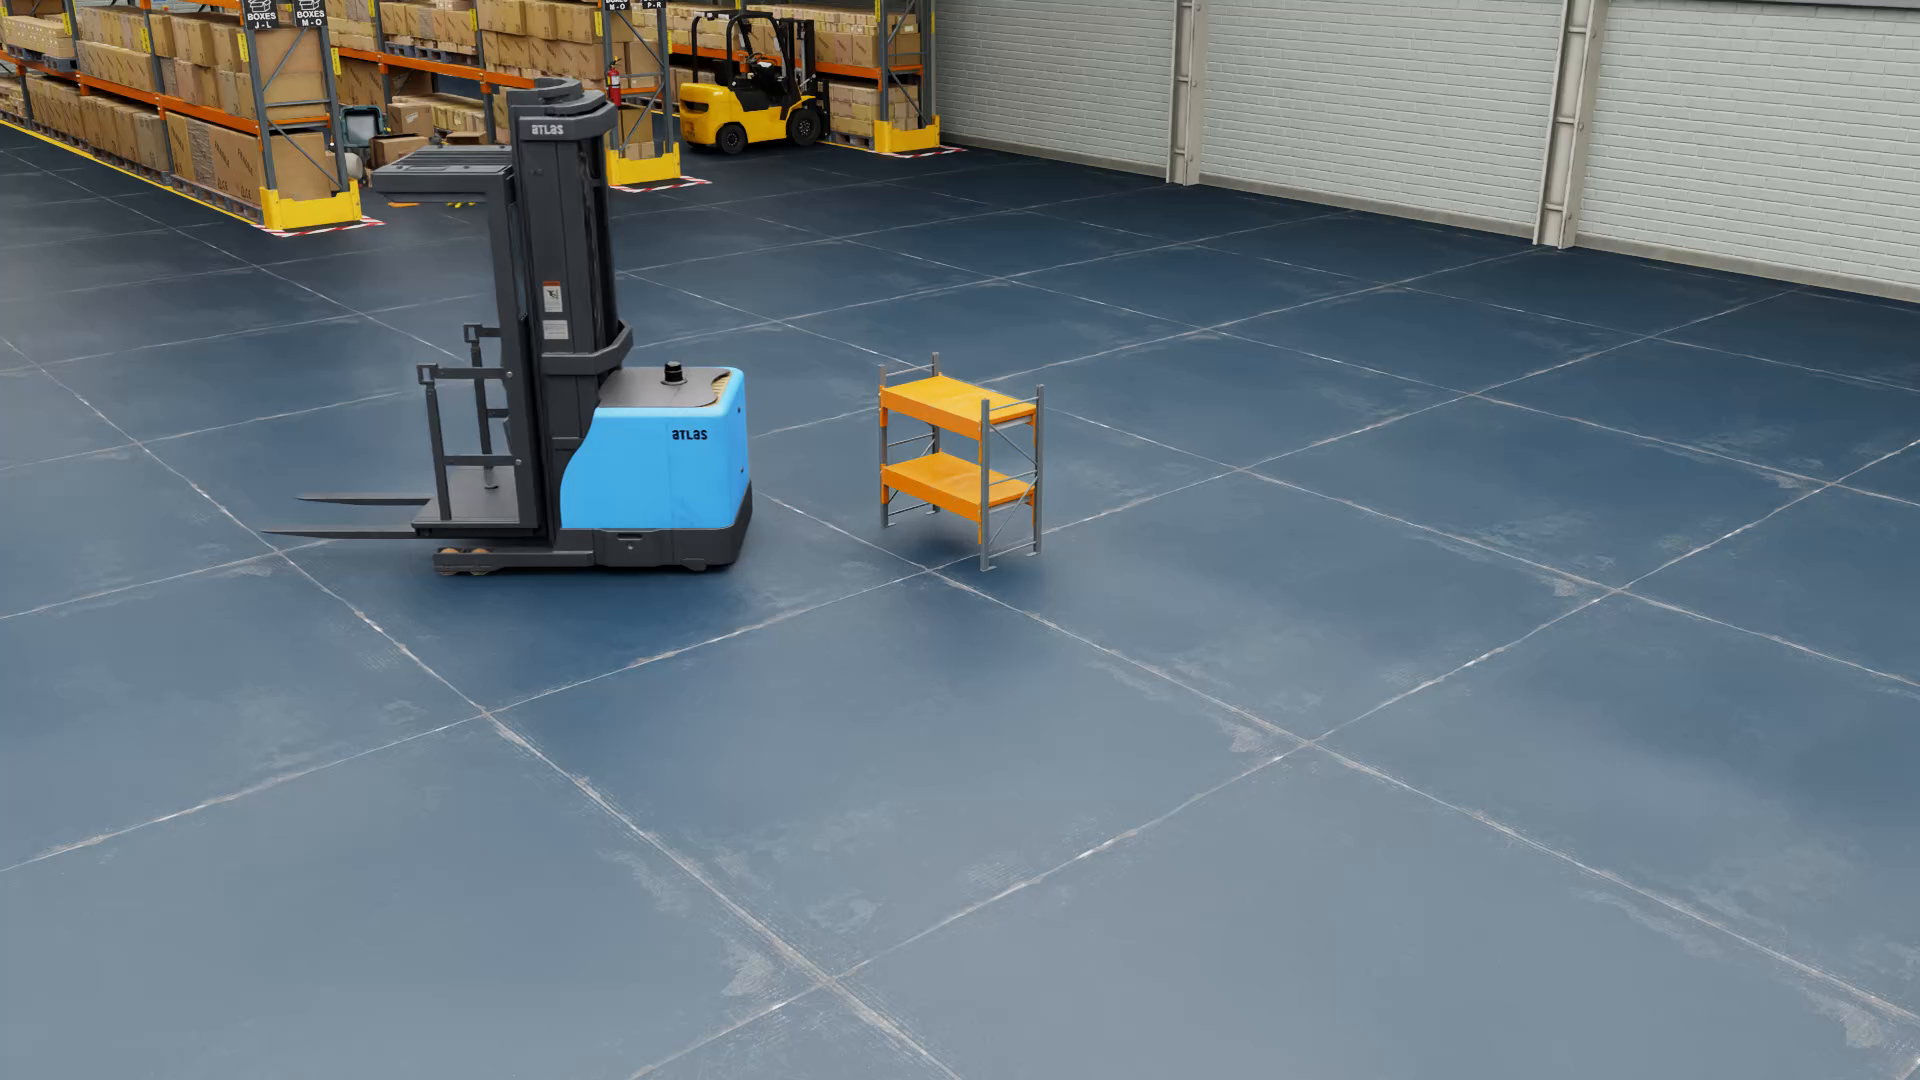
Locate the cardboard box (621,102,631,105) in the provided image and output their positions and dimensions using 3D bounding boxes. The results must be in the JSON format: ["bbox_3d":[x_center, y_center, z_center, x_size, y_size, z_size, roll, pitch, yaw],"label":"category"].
[{"bbox_3d":[-5.321,-6.394,25.363,0.500,0.500,0.500,-19,28,-39],"label":"cardboard box"}]

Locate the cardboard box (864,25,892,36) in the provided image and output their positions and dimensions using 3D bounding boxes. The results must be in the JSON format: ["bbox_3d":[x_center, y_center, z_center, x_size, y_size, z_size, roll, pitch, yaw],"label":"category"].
[{"bbox_3d":[-1.324,-8.252,26.913,0.380,0.149,0.250,-17,27,-37],"label":"cardboard box"}]

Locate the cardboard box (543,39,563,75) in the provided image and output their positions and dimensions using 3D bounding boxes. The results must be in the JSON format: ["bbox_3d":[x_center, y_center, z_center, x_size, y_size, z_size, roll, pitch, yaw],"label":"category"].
[{"bbox_3d":[-5.853,-7.239,24.809,0.500,0.500,0.500,-18,27,-38],"label":"cardboard box"}]

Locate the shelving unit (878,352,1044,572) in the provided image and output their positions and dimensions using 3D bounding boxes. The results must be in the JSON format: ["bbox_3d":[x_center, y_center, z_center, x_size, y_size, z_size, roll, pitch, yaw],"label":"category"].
[{"bbox_3d":[-0.004,-0.526,10.784,0.538,1.125,1.048,-17,27,-37],"label":"shelving unit"}]

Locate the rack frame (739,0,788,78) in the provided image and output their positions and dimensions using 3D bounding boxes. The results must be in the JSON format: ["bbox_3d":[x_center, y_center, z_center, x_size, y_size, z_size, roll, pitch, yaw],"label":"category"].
[{"bbox_3d":[-3.496,-8.979,29.796,1.000,3.000,0.127,-17,27,-37],"label":"rack frame"}]

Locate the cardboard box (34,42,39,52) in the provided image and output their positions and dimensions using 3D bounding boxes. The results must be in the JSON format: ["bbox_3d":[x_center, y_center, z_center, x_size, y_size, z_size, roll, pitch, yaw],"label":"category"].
[{"bbox_3d":[-15.052,-8.156,27.464,0.380,0.149,0.250,-16,27,-36],"label":"cardboard box"}]

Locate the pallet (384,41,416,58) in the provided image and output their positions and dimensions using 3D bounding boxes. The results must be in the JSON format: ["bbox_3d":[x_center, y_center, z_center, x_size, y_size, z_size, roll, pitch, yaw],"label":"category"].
[{"bbox_3d":[-9.319,-8.641,29.196,1.213,0.211,1.003,-17,27,-37],"label":"pallet"}]

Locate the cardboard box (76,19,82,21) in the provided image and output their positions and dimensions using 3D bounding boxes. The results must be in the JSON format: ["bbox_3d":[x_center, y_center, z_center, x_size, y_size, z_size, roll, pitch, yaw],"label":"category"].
[{"bbox_3d":[-14.723,-8.657,27.927,0.380,0.149,0.250,-18,28,-38],"label":"cardboard box"}]

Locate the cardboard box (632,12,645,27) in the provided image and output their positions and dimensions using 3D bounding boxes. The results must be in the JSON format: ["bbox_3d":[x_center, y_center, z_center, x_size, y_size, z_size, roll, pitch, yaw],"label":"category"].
[{"bbox_3d":[-6.021,-10.061,32.078,0.500,0.250,0.500,-17,27,-37],"label":"cardboard box"}]

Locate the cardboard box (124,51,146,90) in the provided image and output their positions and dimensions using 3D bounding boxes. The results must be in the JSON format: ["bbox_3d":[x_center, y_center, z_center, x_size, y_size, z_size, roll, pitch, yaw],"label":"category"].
[{"bbox_3d":[-11.811,-6.857,24.241,0.500,0.500,0.500,-18,28,-38],"label":"cardboard box"}]

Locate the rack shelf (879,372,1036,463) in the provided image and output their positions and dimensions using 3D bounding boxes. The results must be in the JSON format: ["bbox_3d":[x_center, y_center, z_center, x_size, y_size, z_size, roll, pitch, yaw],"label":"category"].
[{"bbox_3d":[-0.004,-0.798,10.677,0.538,0.278,1.000,-17,27,-37],"label":"rack shelf"}]

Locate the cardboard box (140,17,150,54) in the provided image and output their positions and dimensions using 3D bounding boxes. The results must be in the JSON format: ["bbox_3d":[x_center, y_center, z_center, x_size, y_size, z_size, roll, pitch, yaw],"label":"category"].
[{"bbox_3d":[-11.267,-7.238,23.843,0.700,0.500,0.500,-18,28,-38],"label":"cardboard box"}]

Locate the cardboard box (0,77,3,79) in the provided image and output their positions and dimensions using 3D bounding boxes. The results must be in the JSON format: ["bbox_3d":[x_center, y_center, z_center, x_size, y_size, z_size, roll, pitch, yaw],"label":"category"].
[{"bbox_3d":[-18.348,-8.678,31.544,0.380,0.149,0.250,-18,27,-38],"label":"cardboard box"}]

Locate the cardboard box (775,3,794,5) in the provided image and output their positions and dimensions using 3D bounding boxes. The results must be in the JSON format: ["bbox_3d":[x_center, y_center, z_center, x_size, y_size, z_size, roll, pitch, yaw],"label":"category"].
[{"bbox_3d":[-3.059,-9.450,29.564,0.380,0.149,0.250,-17,27,-37],"label":"cardboard box"}]

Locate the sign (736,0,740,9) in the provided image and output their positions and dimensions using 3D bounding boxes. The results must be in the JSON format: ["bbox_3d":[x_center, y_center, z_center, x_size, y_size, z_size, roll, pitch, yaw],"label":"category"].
[{"bbox_3d":[-3.901,-9.350,29.263,0.100,0.325,0.005,-17,27,-37],"label":"sign"}]

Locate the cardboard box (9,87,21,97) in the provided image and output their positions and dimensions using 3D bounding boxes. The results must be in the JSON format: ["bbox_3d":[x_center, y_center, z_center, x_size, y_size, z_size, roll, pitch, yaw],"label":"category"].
[{"bbox_3d":[-16.954,-8.110,30.095,0.380,0.149,0.250,-18,28,-38],"label":"cardboard box"}]

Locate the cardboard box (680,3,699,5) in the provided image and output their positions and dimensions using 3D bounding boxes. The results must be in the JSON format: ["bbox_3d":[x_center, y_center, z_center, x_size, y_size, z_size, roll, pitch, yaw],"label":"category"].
[{"bbox_3d":[-5.150,-10.208,31.908,0.380,0.149,0.250,-18,28,-38],"label":"cardboard box"}]

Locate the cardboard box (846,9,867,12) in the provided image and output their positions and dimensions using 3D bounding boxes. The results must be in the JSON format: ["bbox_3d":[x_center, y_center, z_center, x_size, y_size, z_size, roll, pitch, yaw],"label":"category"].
[{"bbox_3d":[-1.709,-8.890,28.133,0.380,0.149,0.250,-18,28,-39],"label":"cardboard box"}]

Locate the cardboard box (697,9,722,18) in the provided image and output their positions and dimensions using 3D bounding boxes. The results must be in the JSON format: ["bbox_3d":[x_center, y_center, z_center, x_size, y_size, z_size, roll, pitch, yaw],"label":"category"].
[{"bbox_3d":[-4.585,-9.645,30.469,0.380,0.149,0.250,-18,28,-39],"label":"cardboard box"}]

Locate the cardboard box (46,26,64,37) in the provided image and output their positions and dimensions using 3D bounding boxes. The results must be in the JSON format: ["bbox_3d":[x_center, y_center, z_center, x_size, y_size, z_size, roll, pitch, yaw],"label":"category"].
[{"bbox_3d":[-14.378,-8.147,26.625,0.380,0.149,0.250,-18,28,-38],"label":"cardboard box"}]

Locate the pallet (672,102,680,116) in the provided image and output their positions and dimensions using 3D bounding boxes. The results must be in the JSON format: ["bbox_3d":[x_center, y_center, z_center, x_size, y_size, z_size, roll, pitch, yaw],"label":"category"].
[{"bbox_3d":[-4.807,-8.212,31.662,1.003,0.211,1.213,-17,27,-37],"label":"pallet"}]

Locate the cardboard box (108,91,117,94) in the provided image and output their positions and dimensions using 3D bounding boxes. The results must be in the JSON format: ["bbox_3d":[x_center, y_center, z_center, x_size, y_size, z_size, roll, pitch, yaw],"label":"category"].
[{"bbox_3d":[-13.816,-7.324,27.395,0.500,0.250,0.500,-19,28,-40],"label":"cardboard box"}]

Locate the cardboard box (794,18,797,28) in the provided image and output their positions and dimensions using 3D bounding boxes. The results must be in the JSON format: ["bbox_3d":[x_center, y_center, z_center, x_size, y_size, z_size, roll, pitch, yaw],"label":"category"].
[{"bbox_3d":[-2.673,-8.817,28.355,0.380,0.149,0.250,-19,28,-39],"label":"cardboard box"}]

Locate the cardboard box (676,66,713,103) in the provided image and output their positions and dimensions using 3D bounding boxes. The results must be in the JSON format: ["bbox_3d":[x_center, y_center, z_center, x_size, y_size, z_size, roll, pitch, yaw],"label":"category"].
[{"bbox_3d":[-4.838,-8.634,31.595,0.875,0.625,0.625,-19,28,-40],"label":"cardboard box"}]

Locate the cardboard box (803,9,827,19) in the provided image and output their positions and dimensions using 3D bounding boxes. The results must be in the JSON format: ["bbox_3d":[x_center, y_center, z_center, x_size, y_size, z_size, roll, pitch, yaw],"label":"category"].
[{"bbox_3d":[-2.436,-8.906,28.175,0.380,0.149,0.250,-17,27,-37],"label":"cardboard box"}]

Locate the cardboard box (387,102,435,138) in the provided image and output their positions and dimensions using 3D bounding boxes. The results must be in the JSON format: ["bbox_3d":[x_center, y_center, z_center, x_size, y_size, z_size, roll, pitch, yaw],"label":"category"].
[{"bbox_3d":[-8.583,-6.553,25.992,0.500,0.500,0.500,-17,27,-37],"label":"cardboard box"}]

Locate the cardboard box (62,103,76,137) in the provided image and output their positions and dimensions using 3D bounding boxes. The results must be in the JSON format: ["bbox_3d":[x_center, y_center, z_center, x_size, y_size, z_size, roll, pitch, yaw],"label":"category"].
[{"bbox_3d":[-14.513,-6.991,27.572,0.500,0.500,0.500,-16,27,-35],"label":"cardboard box"}]

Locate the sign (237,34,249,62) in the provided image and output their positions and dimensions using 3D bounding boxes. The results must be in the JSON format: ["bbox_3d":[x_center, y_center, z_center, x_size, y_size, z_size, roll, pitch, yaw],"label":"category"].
[{"bbox_3d":[-8.747,-6.009,20.301,0.100,0.325,0.005,-17,27,-37],"label":"sign"}]

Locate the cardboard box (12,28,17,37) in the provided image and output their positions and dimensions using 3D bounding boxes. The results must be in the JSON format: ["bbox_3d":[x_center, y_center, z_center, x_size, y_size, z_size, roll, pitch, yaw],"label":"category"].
[{"bbox_3d":[-15.912,-8.657,28.334,0.380,0.149,0.250,-17,27,-36],"label":"cardboard box"}]

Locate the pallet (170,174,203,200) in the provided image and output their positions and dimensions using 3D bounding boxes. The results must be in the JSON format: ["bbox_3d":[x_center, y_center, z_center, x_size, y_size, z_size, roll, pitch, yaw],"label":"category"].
[{"bbox_3d":[-10.501,-5.063,23.622,1.003,0.211,1.213,-17,27,-37],"label":"pallet"}]

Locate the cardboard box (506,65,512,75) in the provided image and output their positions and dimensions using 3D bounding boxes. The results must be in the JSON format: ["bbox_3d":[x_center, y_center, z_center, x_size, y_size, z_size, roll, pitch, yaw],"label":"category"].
[{"bbox_3d":[-6.891,-7.393,26.090,0.380,0.149,0.250,-18,27,-38],"label":"cardboard box"}]

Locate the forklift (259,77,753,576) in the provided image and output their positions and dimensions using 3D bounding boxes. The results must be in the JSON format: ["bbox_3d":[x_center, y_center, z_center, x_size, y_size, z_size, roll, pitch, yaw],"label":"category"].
[{"bbox_3d":[-2.921,-1.335,10.373,3.031,2.935,1.130,0,21,0],"label":"forklift"}]

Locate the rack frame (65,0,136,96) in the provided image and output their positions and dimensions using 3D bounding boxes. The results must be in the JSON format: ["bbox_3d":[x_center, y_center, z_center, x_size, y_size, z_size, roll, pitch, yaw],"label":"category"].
[{"bbox_3d":[-13.549,-7.695,26.519,1.000,3.000,0.127,-17,27,-37],"label":"rack frame"}]

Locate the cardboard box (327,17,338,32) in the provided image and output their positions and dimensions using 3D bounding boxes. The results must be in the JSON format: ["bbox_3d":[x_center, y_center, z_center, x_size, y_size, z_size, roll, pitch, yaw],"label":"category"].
[{"bbox_3d":[-11.400,-9.559,30.796,0.500,0.250,0.500,-18,28,-39],"label":"cardboard box"}]

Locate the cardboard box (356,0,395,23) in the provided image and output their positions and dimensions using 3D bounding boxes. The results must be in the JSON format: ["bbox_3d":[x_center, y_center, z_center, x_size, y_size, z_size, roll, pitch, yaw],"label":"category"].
[{"bbox_3d":[-10.401,-9.494,29.604,0.500,0.500,0.500,-18,28,-39],"label":"cardboard box"}]

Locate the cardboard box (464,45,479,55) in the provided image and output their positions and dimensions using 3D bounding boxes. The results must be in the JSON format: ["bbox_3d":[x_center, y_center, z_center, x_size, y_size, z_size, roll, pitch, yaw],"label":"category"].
[{"bbox_3d":[-7.799,-7.952,26.941,0.380,0.149,0.250,-17,27,-37],"label":"cardboard box"}]

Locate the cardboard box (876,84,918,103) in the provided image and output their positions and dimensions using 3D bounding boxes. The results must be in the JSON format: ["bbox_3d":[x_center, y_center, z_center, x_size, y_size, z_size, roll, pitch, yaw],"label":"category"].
[{"bbox_3d":[-1.055,-7.433,27.671,0.500,0.250,0.500,-18,28,-38],"label":"cardboard box"}]

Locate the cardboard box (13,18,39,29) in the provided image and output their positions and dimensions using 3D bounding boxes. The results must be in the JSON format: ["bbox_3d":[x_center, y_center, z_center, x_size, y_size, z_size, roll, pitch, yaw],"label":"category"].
[{"bbox_3d":[-15.738,-8.721,28.091,0.380,0.149,0.250,-18,28,-38],"label":"cardboard box"}]

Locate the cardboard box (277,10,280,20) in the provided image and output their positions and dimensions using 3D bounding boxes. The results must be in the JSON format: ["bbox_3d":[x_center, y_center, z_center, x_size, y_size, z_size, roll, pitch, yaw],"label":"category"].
[{"bbox_3d":[-13.312,-10.262,32.933,0.500,0.500,0.500,-18,28,-39],"label":"cardboard box"}]

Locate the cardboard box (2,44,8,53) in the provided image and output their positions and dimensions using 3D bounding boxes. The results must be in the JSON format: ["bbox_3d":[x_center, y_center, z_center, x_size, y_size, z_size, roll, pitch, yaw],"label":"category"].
[{"bbox_3d":[-16.774,-8.752,29.561,0.380,0.149,0.250,-18,28,-39],"label":"cardboard box"}]

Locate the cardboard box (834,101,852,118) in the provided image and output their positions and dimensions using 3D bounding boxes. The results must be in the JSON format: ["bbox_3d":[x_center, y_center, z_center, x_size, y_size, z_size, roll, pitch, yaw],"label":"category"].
[{"bbox_3d":[-1.759,-7.223,27.822,0.500,0.250,0.500,-18,28,-38],"label":"cardboard box"}]

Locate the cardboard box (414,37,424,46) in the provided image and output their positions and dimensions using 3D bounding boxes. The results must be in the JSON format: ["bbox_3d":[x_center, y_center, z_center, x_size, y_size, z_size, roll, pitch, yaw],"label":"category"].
[{"bbox_3d":[-9.111,-8.545,28.455,0.380,0.149,0.250,-16,26,-34],"label":"cardboard box"}]

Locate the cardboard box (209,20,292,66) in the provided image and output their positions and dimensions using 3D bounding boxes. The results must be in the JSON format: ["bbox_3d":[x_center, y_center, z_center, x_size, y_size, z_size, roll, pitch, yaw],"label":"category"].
[{"bbox_3d":[-9.231,-6.487,21.746,0.875,0.550,0.550,-17,27,-37],"label":"cardboard box"}]

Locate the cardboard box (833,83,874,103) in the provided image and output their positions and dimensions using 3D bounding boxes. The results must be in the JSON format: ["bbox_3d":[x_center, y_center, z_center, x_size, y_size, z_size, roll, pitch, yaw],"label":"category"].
[{"bbox_3d":[-1.760,-7.448,27.709,0.500,0.250,0.500,-17,27,-36],"label":"cardboard box"}]

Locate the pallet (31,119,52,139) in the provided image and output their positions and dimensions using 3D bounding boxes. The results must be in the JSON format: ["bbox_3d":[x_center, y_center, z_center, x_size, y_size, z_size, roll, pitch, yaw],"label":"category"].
[{"bbox_3d":[-15.651,-7.287,29.300,1.003,0.211,1.213,-17,27,-37],"label":"pallet"}]

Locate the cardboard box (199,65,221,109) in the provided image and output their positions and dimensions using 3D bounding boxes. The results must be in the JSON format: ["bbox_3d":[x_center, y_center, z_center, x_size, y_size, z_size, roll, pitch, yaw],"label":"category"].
[{"bbox_3d":[-9.627,-6.115,22.277,0.875,0.550,0.500,-17,27,-37],"label":"cardboard box"}]

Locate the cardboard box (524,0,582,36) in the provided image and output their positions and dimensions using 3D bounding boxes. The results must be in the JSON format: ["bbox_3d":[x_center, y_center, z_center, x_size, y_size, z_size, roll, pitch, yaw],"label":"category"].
[{"bbox_3d":[-6.098,-7.860,25.023,0.700,0.500,0.500,-18,27,-38],"label":"cardboard box"}]

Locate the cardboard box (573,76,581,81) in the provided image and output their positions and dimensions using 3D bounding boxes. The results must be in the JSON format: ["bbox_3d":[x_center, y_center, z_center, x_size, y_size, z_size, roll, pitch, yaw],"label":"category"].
[{"bbox_3d":[-5.450,-6.746,24.440,0.380,0.149,0.250,-18,28,-38],"label":"cardboard box"}]

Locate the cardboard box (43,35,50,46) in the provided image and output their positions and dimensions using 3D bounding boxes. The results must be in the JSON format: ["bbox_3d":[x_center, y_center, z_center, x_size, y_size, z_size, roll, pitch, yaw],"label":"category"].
[{"bbox_3d":[-14.566,-8.086,26.877,0.380,0.149,0.250,-17,27,-36],"label":"cardboard box"}]

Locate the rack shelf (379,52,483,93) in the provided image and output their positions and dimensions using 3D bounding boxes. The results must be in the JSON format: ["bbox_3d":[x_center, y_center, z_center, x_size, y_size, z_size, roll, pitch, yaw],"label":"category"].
[{"bbox_3d":[-8.559,-8.014,28.319,1.077,0.370,4.000,-17,27,-37],"label":"rack shelf"}]

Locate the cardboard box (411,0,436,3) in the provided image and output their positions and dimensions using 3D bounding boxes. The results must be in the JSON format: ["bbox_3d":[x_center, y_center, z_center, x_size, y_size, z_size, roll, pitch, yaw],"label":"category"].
[{"bbox_3d":[-9.358,-9.223,29.298,0.500,0.500,0.500,-18,28,-39],"label":"cardboard box"}]

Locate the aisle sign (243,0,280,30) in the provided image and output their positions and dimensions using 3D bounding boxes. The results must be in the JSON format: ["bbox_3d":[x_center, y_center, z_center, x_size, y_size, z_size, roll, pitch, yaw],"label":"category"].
[{"bbox_3d":[-8.508,-6.605,20.169,0.394,0.787,0.004,-17,27,-37],"label":"aisle sign"}]

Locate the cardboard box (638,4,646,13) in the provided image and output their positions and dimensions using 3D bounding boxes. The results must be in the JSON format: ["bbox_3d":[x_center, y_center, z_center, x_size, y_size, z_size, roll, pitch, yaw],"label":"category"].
[{"bbox_3d":[-5.947,-10.201,31.890,0.380,0.149,0.250,-17,27,-36],"label":"cardboard box"}]

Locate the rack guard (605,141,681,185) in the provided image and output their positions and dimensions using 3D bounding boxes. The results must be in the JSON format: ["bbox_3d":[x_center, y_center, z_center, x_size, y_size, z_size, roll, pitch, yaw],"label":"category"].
[{"bbox_3d":[-4.693,-5.549,24.465,1.175,0.500,0.348,-17,27,-37],"label":"rack guard"}]

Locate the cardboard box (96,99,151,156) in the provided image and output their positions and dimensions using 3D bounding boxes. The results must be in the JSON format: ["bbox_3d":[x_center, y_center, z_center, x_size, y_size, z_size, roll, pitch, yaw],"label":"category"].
[{"bbox_3d":[-12.646,-6.413,25.753,1.050,0.750,0.750,-17,27,-37],"label":"cardboard box"}]

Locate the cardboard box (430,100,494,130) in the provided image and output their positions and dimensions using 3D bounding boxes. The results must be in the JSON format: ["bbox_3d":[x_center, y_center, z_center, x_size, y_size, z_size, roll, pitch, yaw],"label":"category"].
[{"bbox_3d":[-8.525,-7.302,28.543,0.950,0.372,0.625,-16,27,-36],"label":"cardboard box"}]

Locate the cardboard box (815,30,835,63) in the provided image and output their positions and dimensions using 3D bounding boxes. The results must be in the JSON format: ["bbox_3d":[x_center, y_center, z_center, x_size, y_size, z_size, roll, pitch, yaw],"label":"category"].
[{"bbox_3d":[-2.072,-8.281,27.877,0.500,0.500,0.500,-18,28,-38],"label":"cardboard box"}]

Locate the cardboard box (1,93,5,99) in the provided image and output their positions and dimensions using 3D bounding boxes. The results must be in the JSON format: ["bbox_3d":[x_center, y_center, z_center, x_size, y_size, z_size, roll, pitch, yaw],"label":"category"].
[{"bbox_3d":[-17.722,-8.358,31.136,0.380,0.149,0.250,-16,26,-35],"label":"cardboard box"}]
